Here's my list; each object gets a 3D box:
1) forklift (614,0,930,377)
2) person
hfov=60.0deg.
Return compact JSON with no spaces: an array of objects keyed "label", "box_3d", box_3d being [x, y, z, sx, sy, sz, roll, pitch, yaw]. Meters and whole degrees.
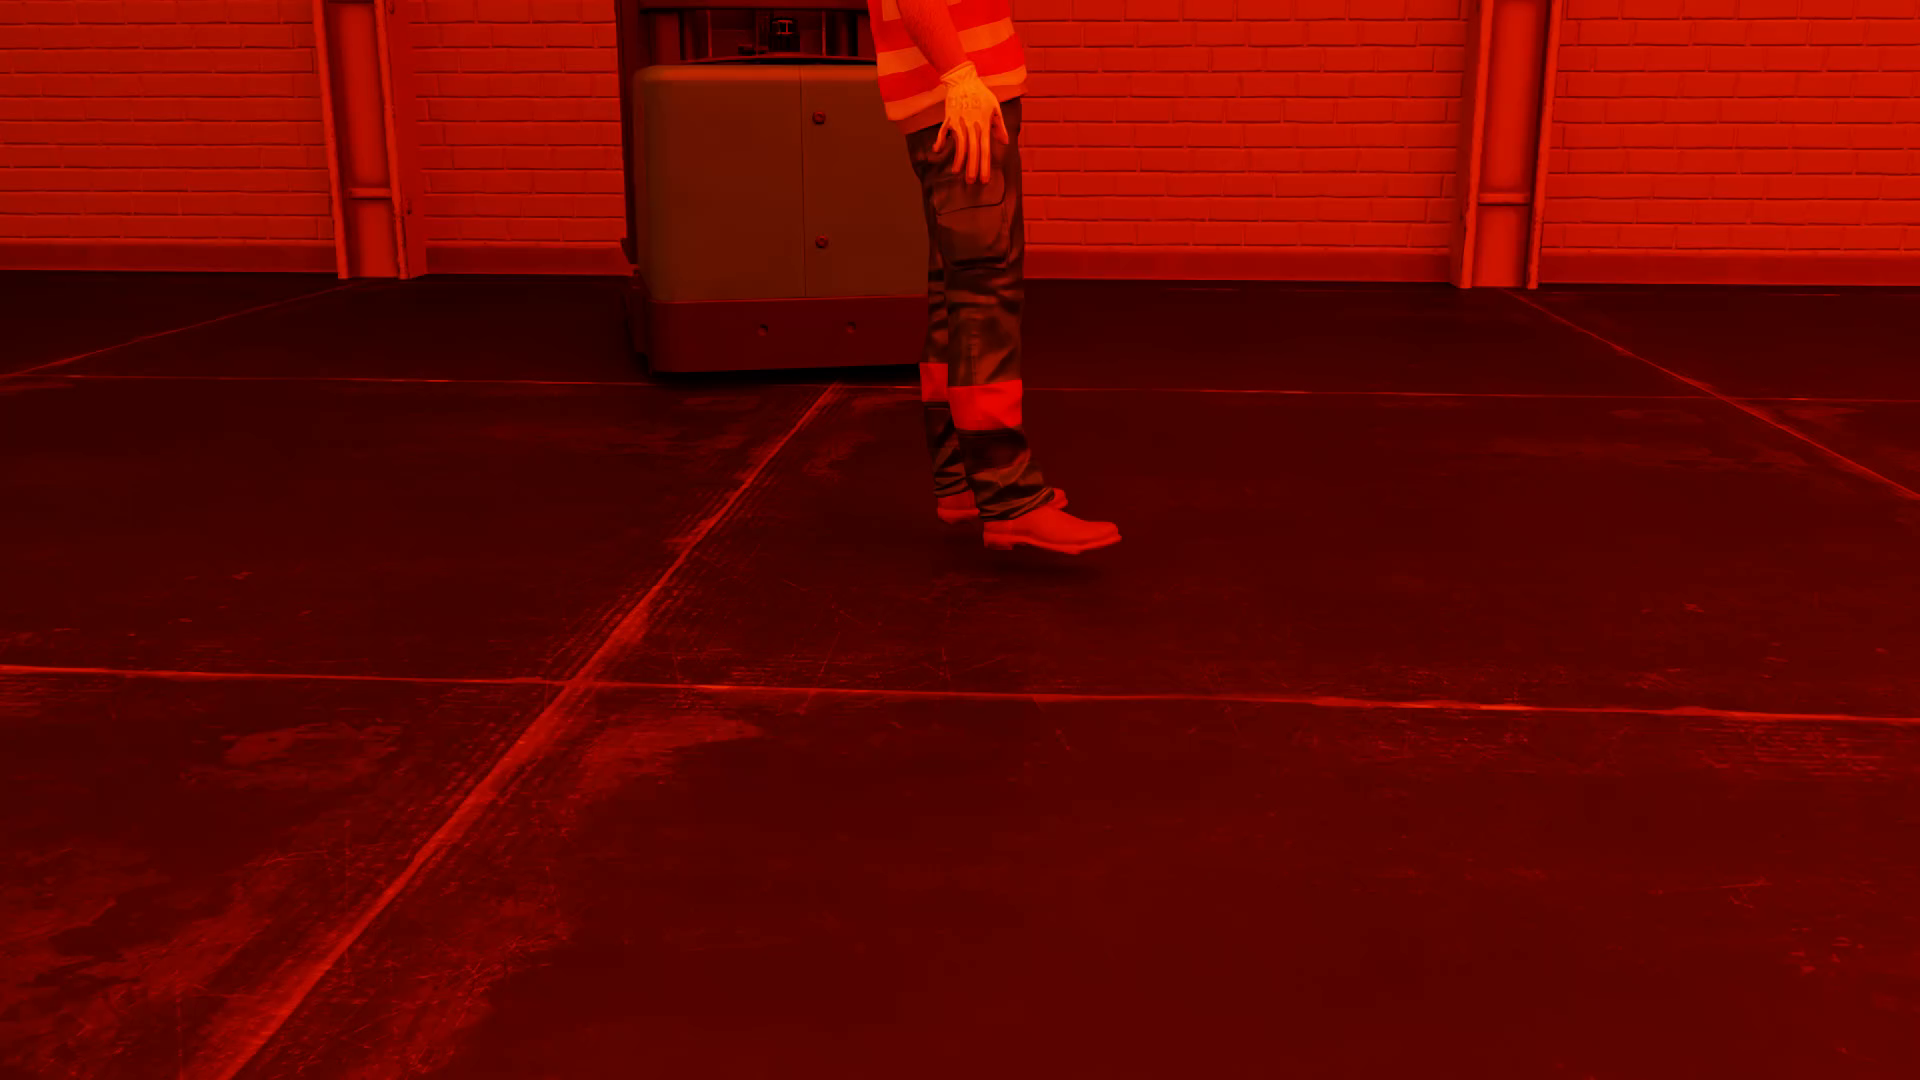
[{"label":"forklift","box_3d":[-0.869,-2.321,6.767,1.130,2.935,3.031,-4,16,-13]},{"label":"person","box_3d":[0.079,-0.905,3.550,0.564,1.786,0.638,1,15,4]}]
